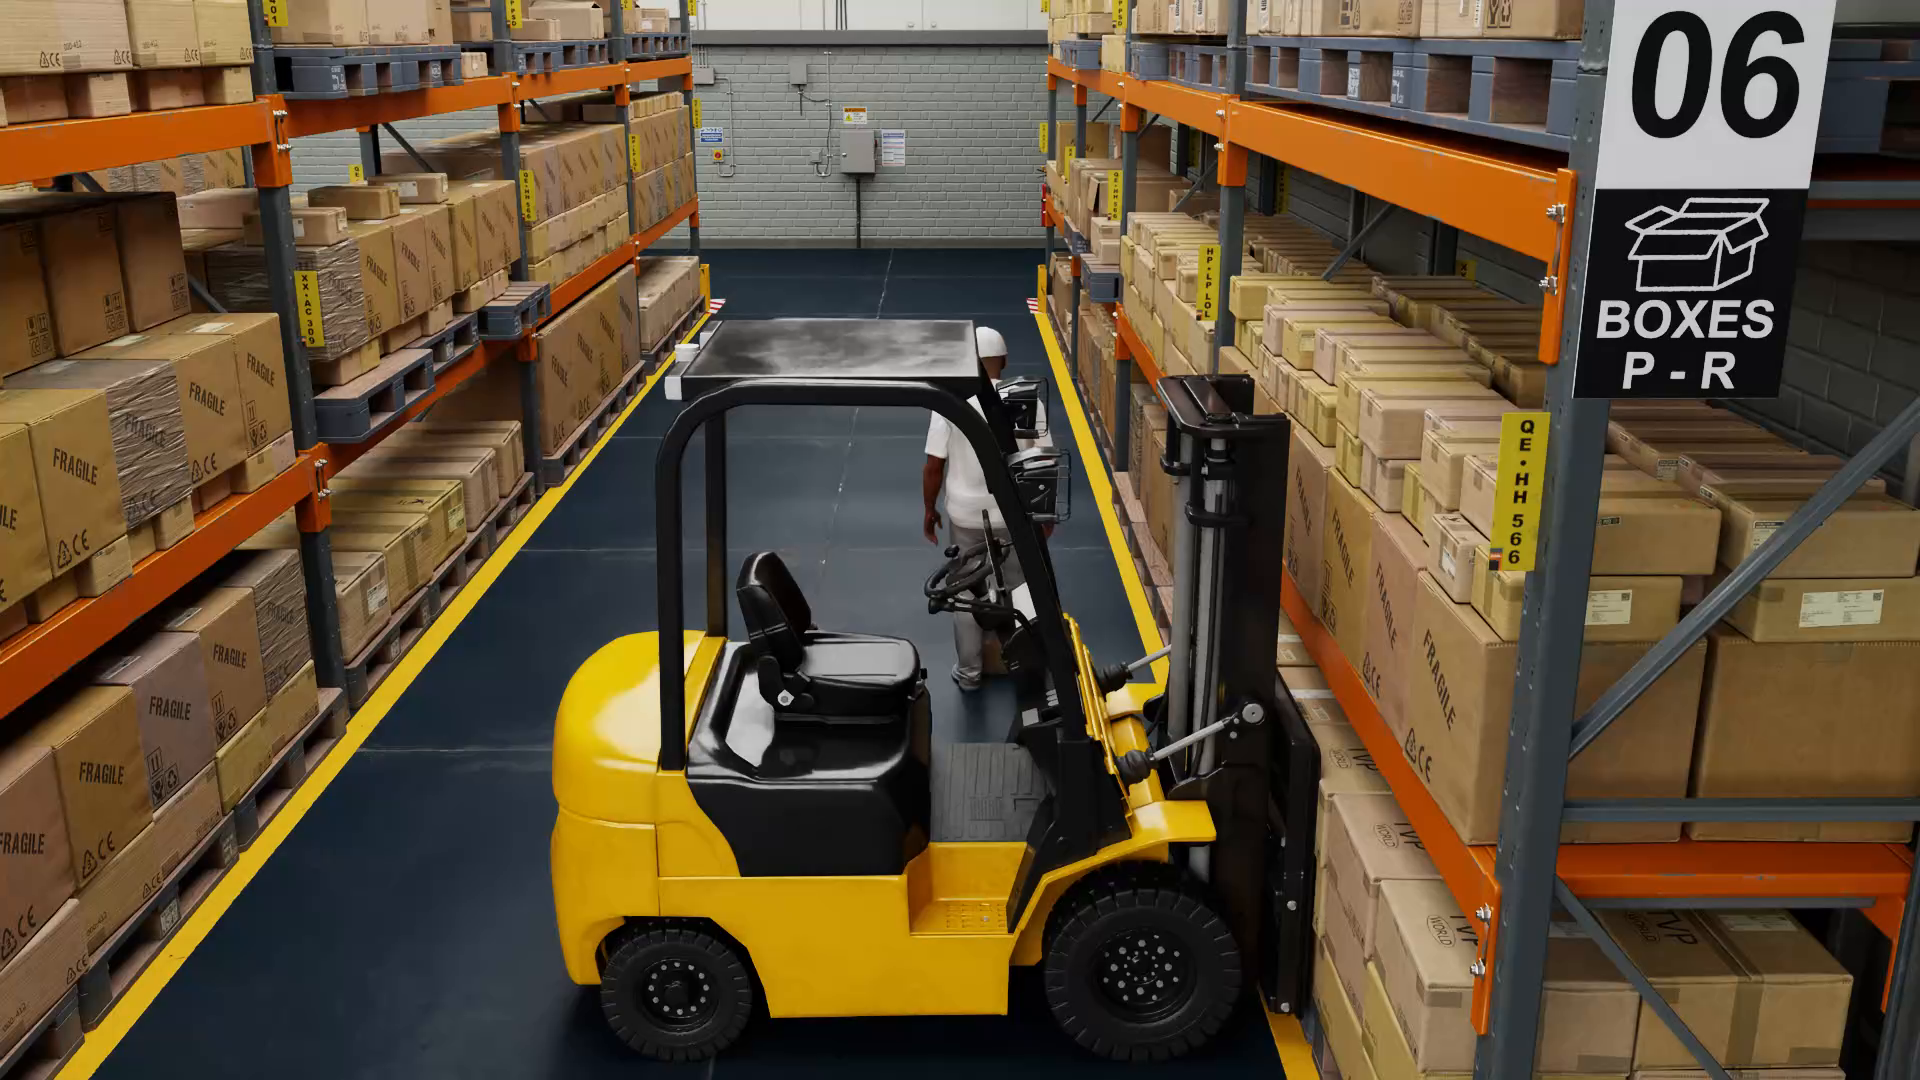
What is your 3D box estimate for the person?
[{"bbox_3d":[0.142,-0.140,7.970,0.637,1.761,0.448,0,17,-1],"label":"person"}]
